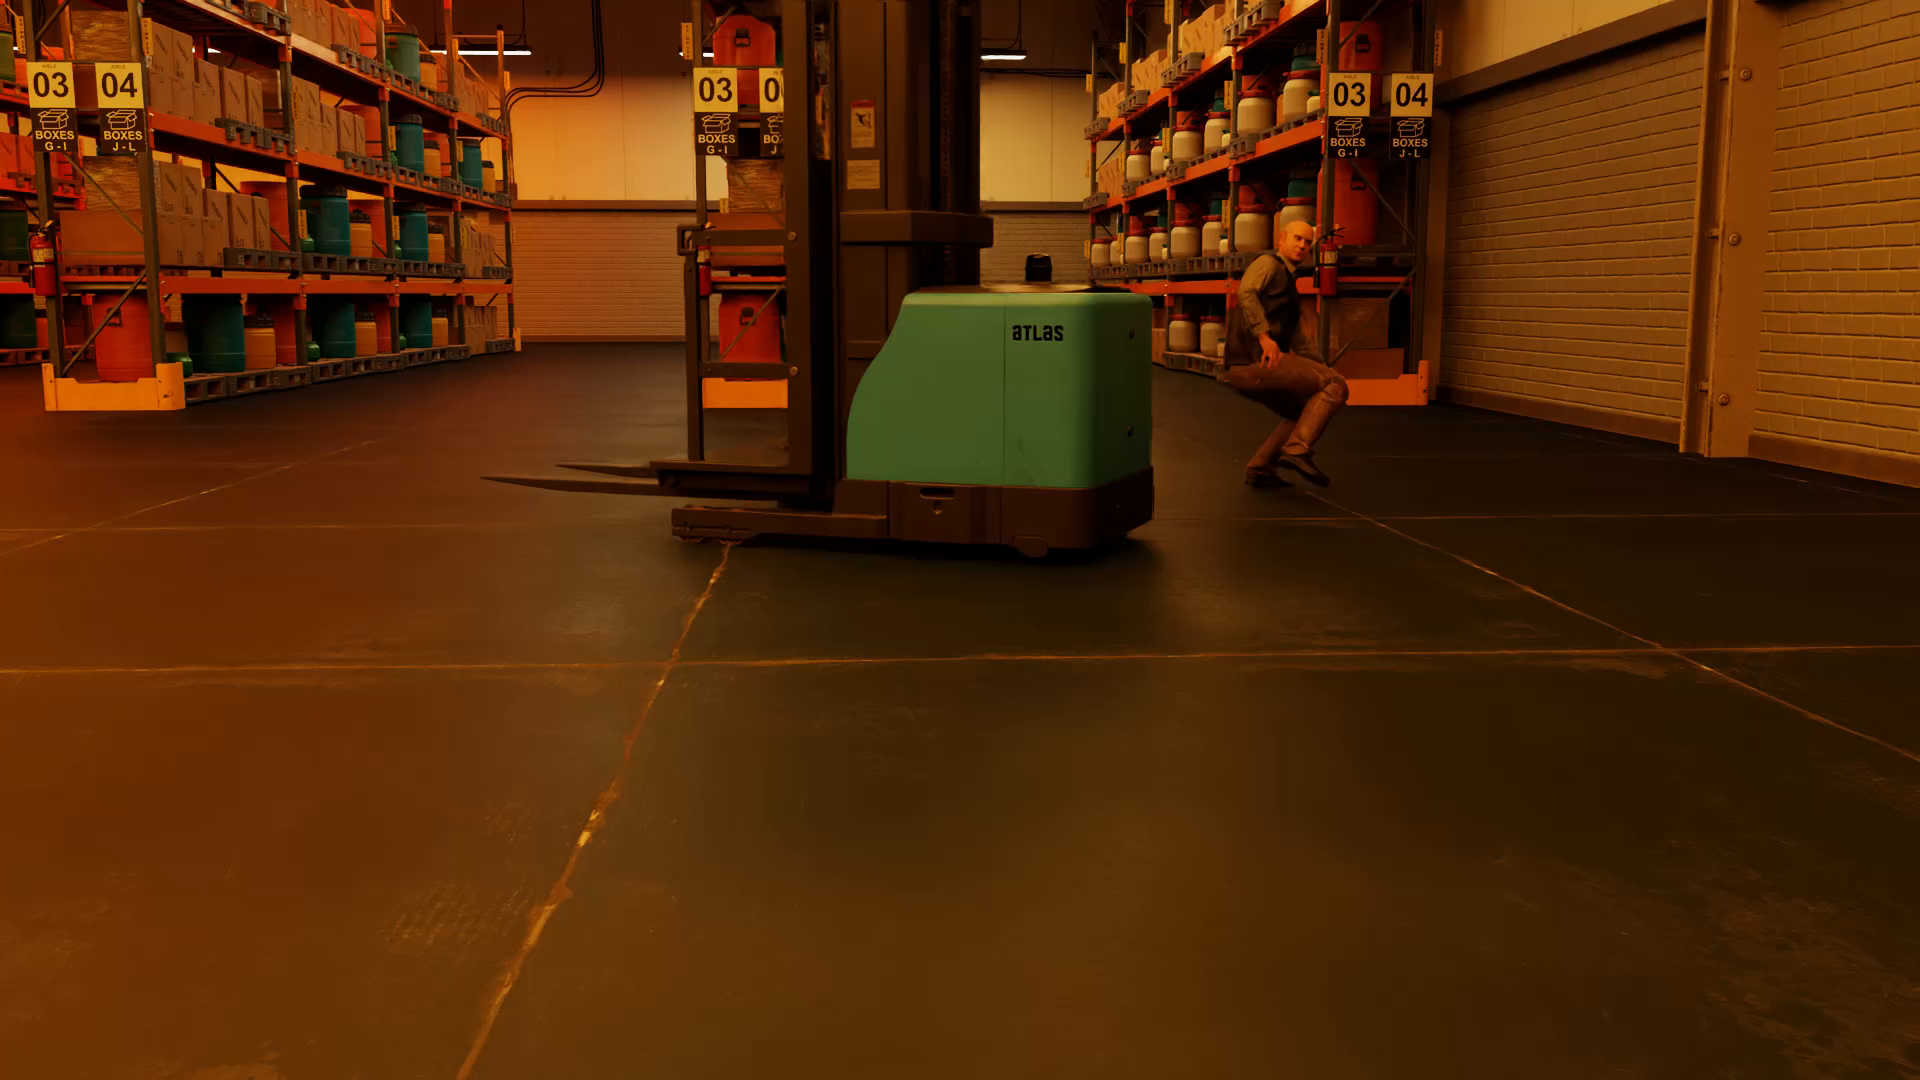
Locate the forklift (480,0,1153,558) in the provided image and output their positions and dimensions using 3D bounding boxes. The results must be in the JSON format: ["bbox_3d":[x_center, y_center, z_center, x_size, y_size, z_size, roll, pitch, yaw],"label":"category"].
[{"bbox_3d":[-0.712,-1.489,7.358,3.031,2.935,1.130,3,9,21],"label":"forklift"}]

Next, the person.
[{"bbox_3d":[1.755,-0.962,8.949,0.667,1.496,0.775,1,9,9],"label":"person"}]
